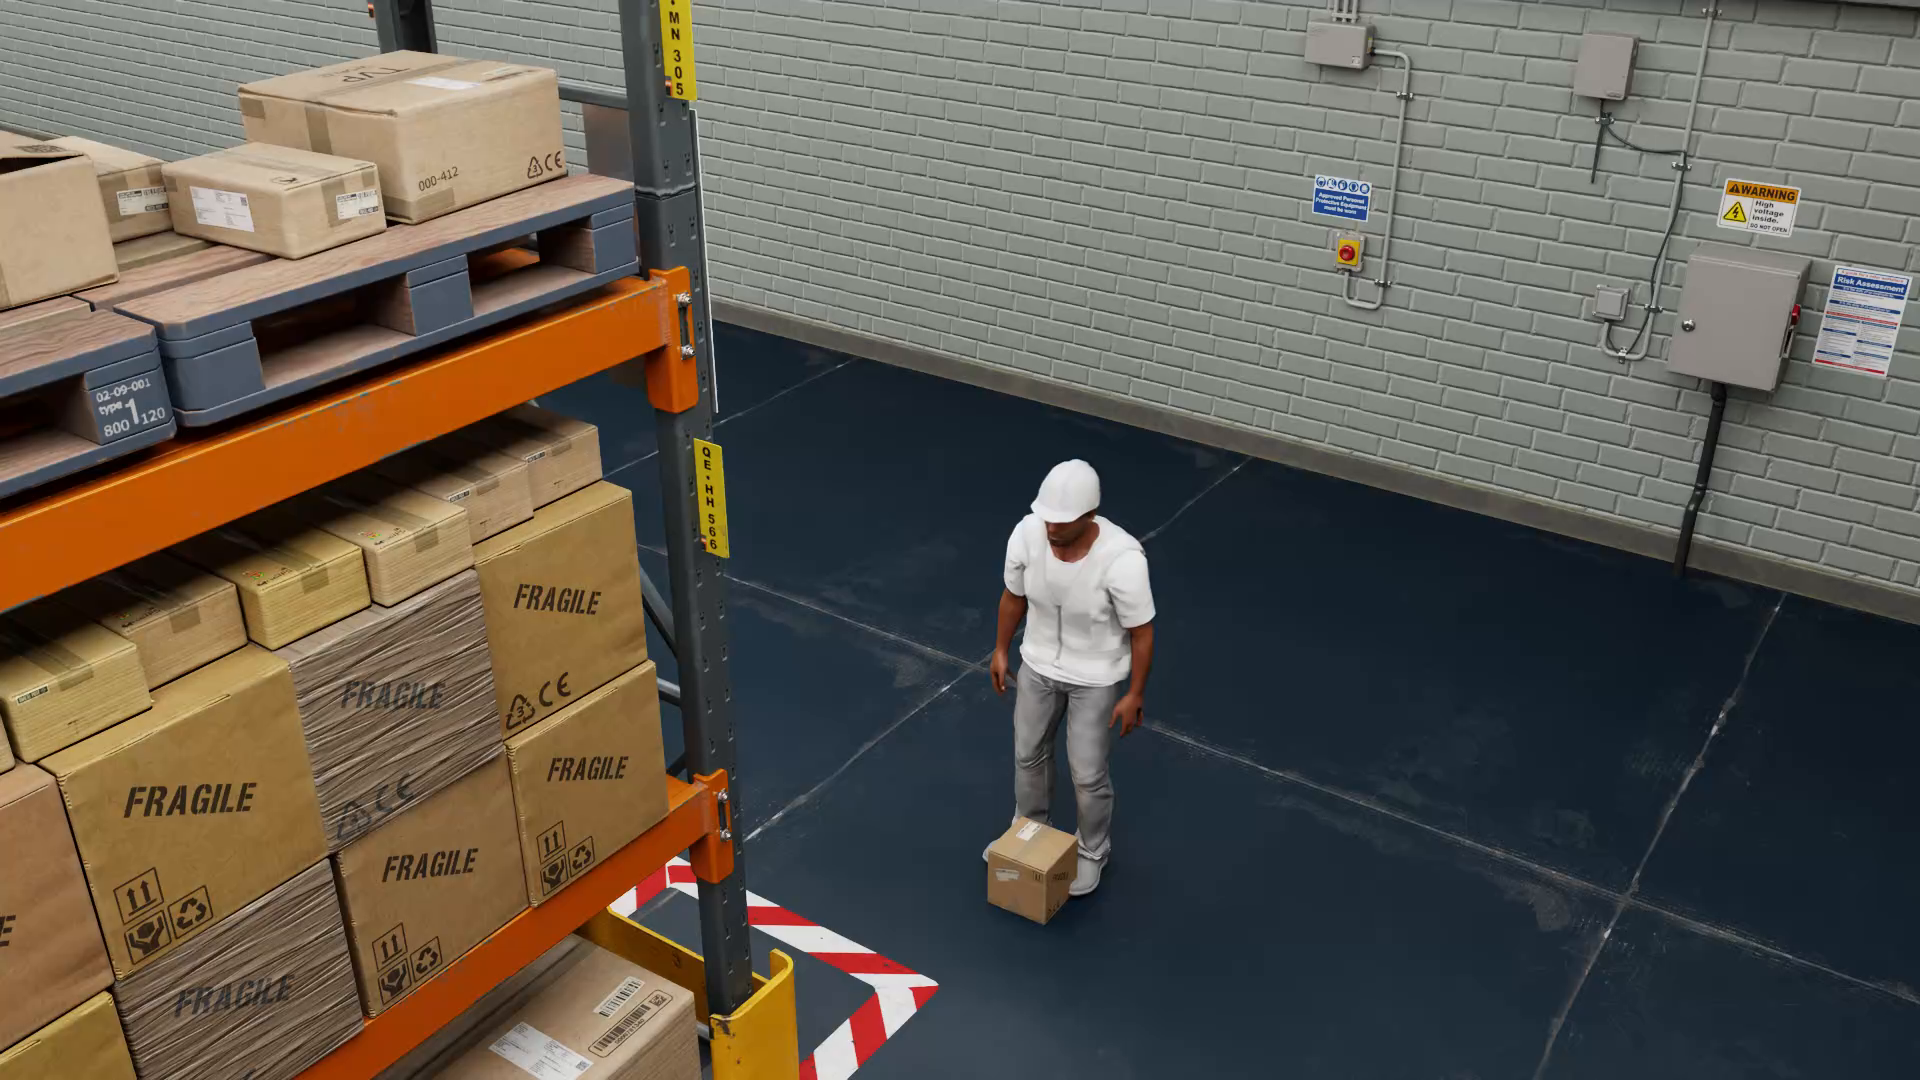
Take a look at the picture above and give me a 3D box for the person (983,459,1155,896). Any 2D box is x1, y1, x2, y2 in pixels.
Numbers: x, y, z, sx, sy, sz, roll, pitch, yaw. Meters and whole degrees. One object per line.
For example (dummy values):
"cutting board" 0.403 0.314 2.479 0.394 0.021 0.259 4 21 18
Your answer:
"person" 0.394 0.492 6.122 0.634 1.760 0.463 17 31 30
